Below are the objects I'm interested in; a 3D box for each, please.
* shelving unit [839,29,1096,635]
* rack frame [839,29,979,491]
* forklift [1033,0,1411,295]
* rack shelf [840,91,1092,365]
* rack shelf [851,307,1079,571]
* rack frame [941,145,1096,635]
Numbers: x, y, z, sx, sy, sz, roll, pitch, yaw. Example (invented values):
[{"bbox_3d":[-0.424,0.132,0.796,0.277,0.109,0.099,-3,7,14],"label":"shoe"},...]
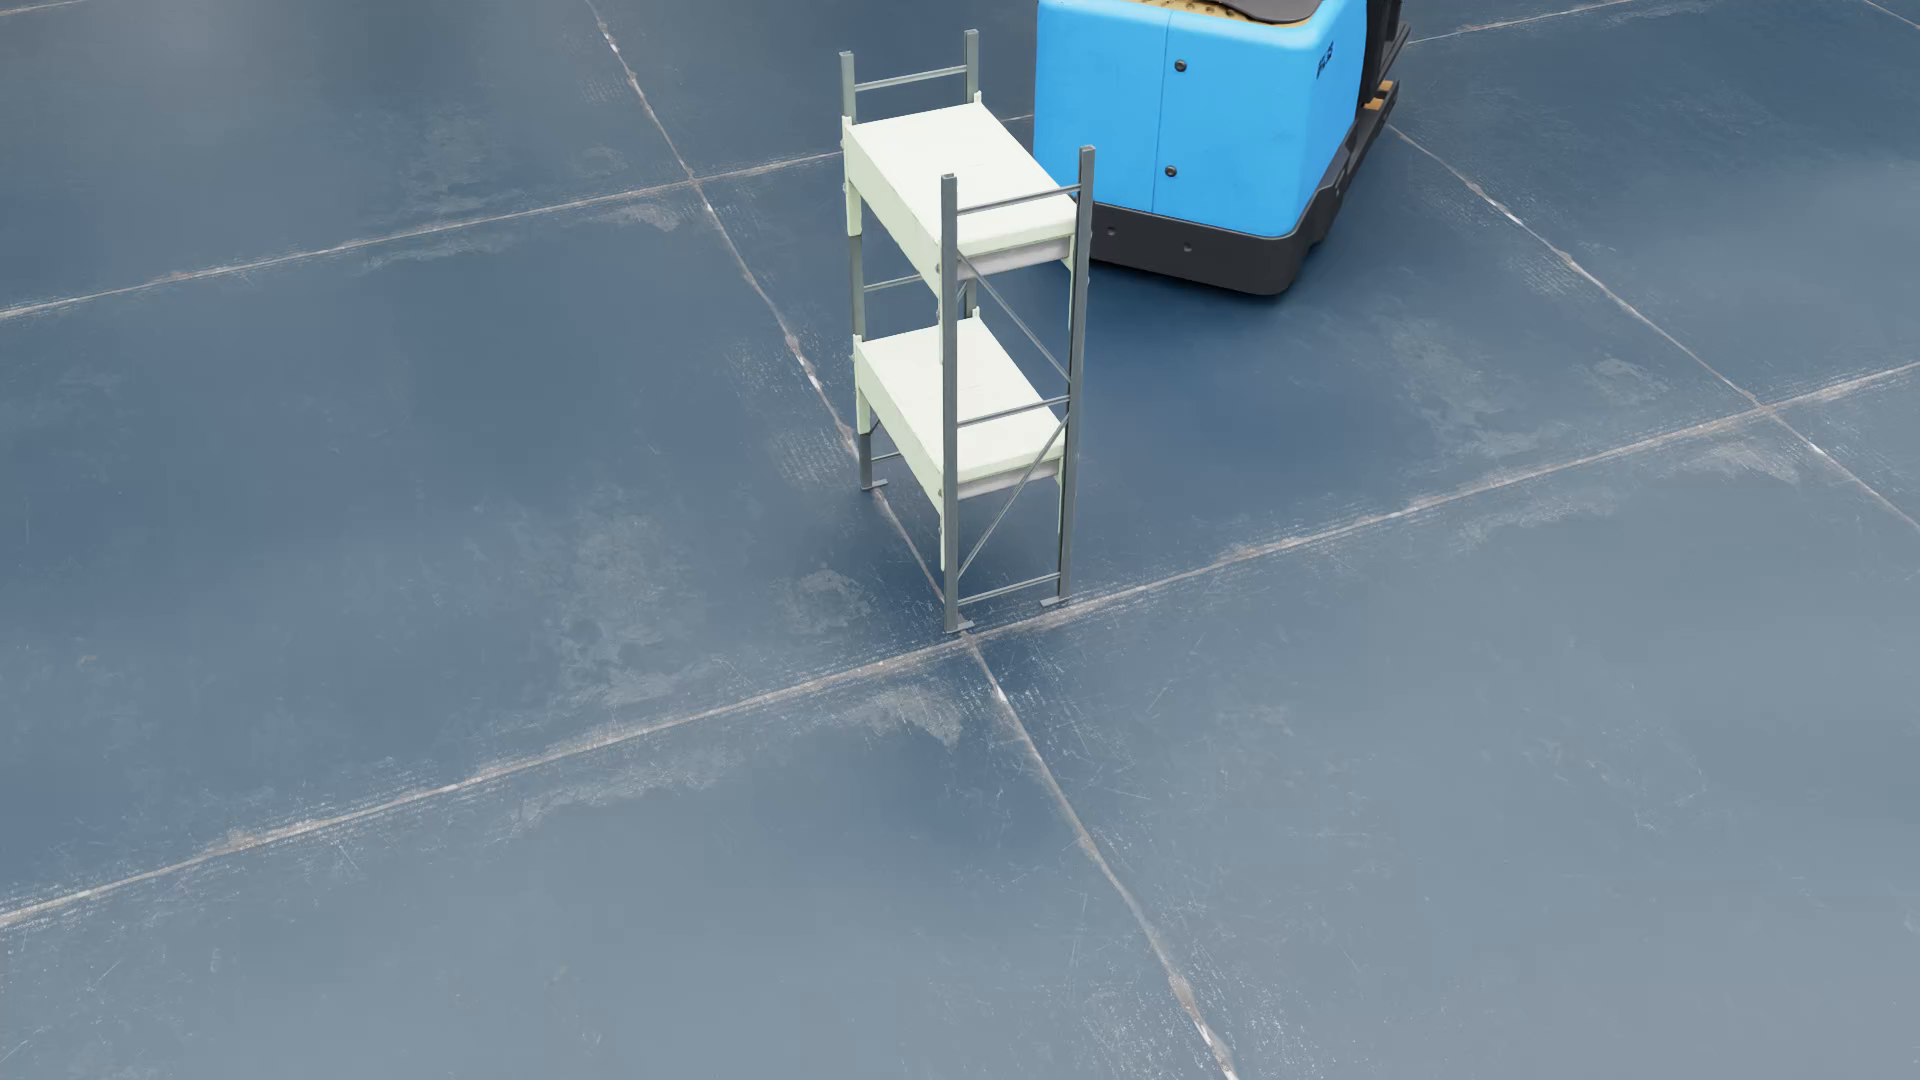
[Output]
[{"bbox_3d":[0.003,-0.565,4.756,0.431,1.500,0.755,-15,43,-17],"label":"shelving unit"},{"bbox_3d":[-0.137,-0.785,5.013,0.400,1.500,0.023,-15,43,-17],"label":"rack frame"},{"bbox_3d":[1.314,-2.988,6.476,1.130,2.935,3.031,16,43,18],"label":"forklift"},{"bbox_3d":[0.003,-0.861,4.502,0.431,0.370,0.720,-15,43,-17],"label":"rack shelf"},{"bbox_3d":[0.003,-0.317,4.969,0.431,0.370,0.720,-15,43,-17],"label":"rack shelf"},{"bbox_3d":[0.143,-0.344,4.500,0.400,1.500,0.023,-15,43,-17],"label":"rack frame"}]
